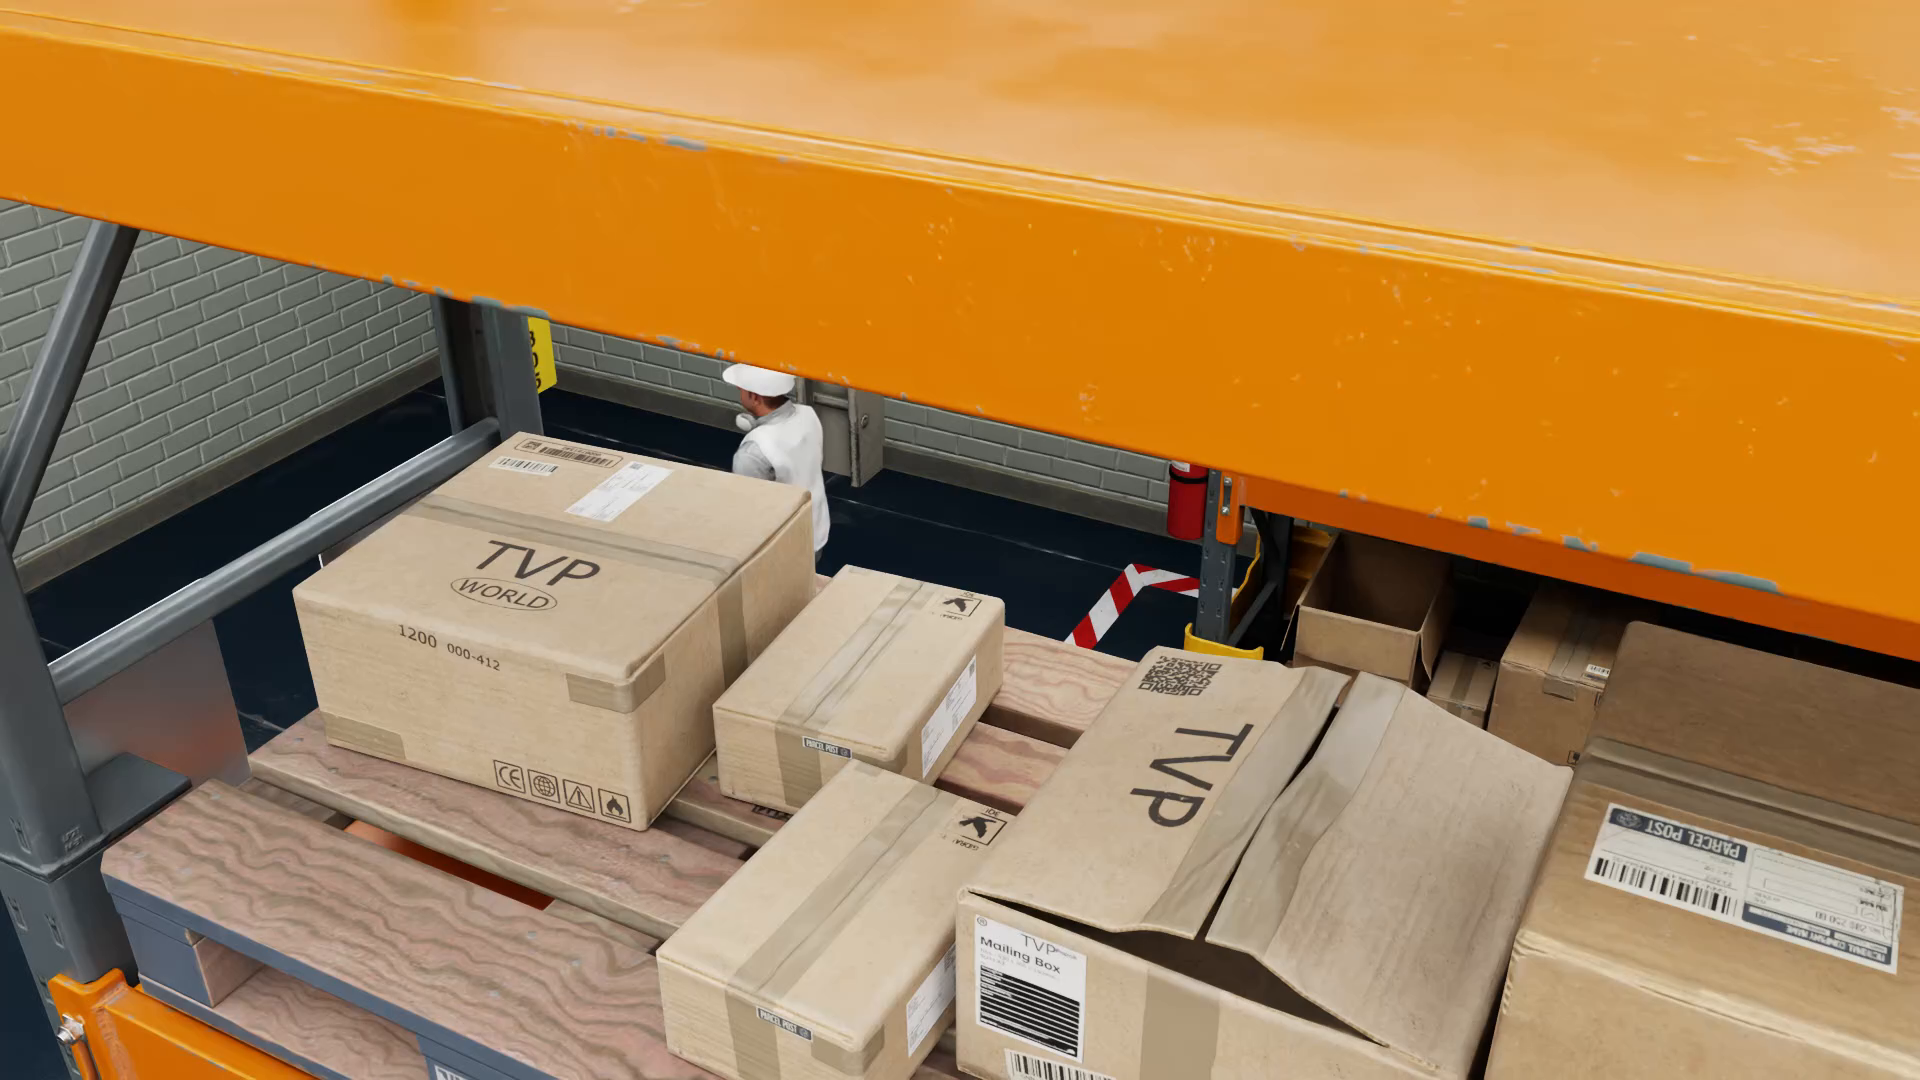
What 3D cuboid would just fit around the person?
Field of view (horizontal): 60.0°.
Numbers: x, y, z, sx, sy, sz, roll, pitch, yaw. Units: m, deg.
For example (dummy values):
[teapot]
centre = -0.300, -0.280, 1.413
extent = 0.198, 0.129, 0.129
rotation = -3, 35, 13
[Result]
[person]
centre = -0.802, -0.003, 7.100
extent = 0.470, 1.779, 0.546
rotation = 14, 33, 22
